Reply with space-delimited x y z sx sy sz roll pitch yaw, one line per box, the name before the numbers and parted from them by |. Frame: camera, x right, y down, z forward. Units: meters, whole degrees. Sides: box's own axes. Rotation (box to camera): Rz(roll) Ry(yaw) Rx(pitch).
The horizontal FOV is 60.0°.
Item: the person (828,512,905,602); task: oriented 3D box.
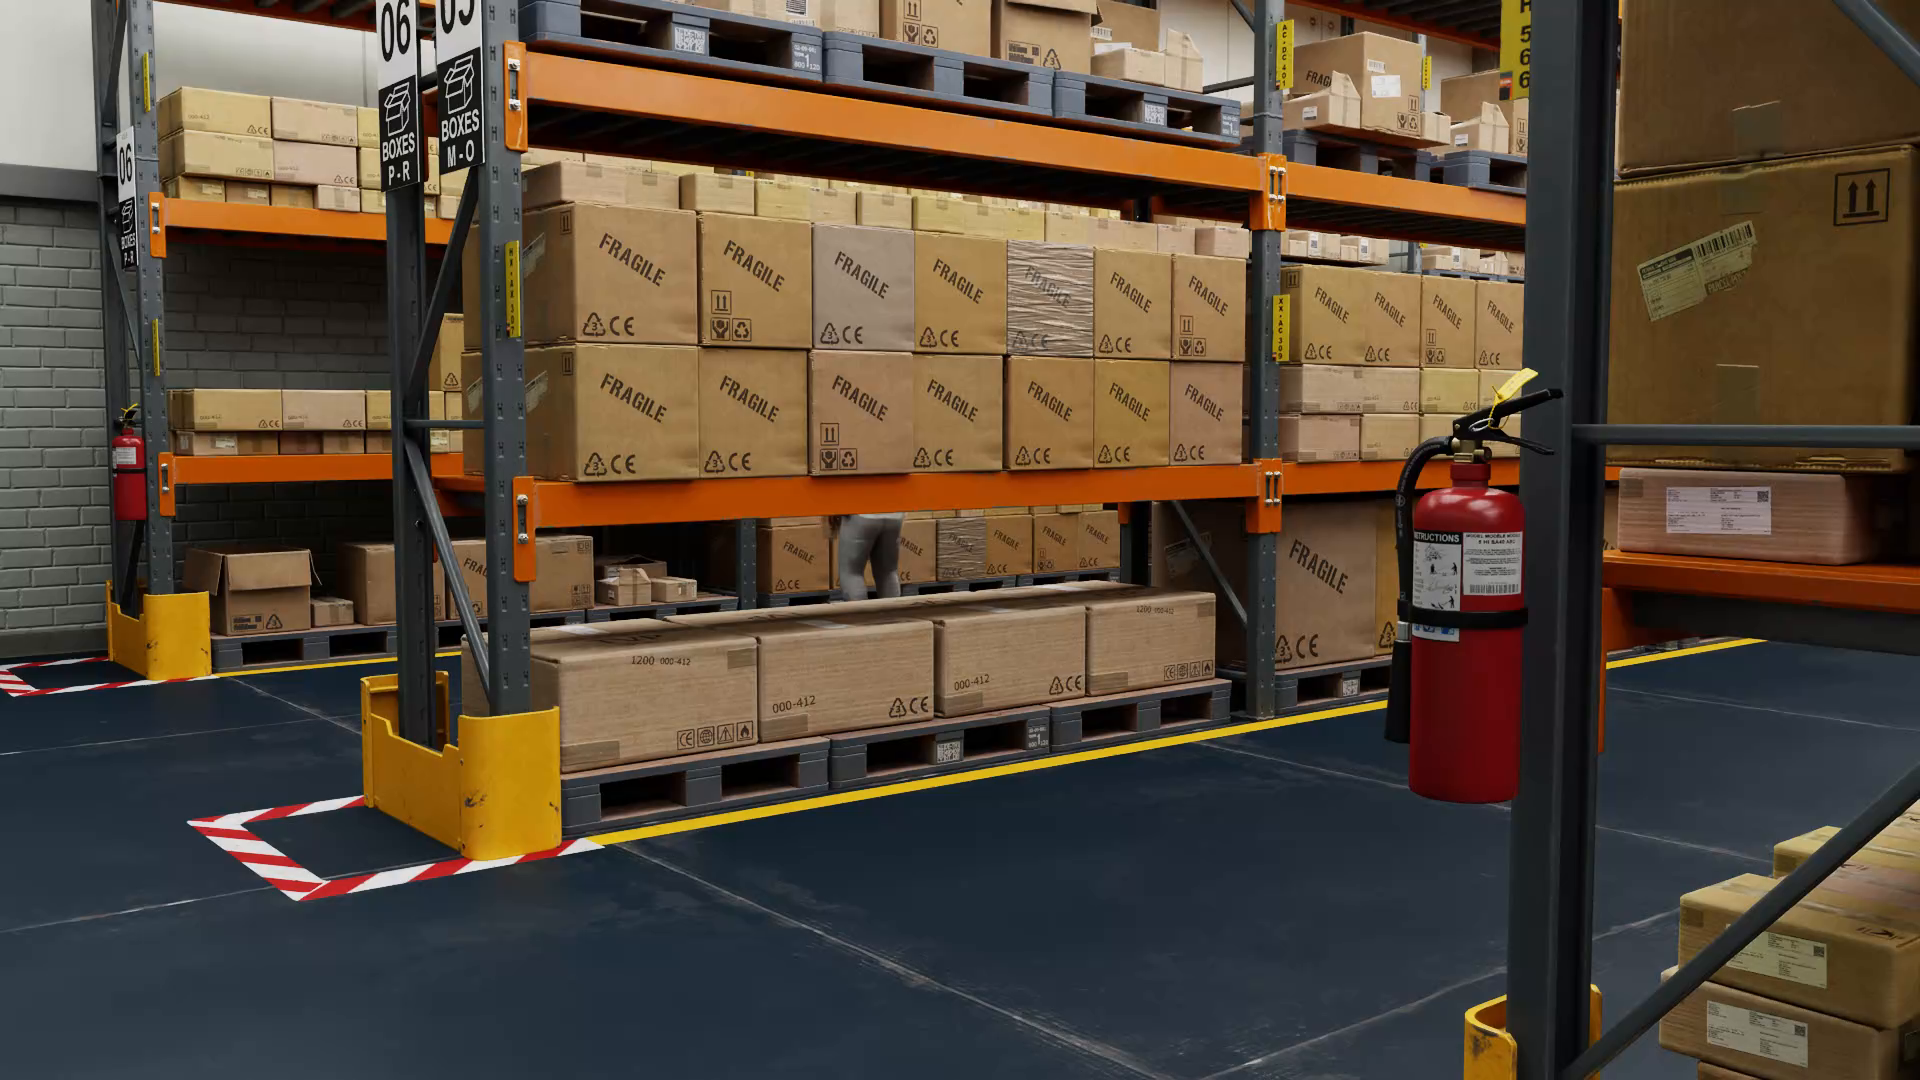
person | -0.620 -0.169 11.061 0.533 1.770 0.491 -4 6 -40
